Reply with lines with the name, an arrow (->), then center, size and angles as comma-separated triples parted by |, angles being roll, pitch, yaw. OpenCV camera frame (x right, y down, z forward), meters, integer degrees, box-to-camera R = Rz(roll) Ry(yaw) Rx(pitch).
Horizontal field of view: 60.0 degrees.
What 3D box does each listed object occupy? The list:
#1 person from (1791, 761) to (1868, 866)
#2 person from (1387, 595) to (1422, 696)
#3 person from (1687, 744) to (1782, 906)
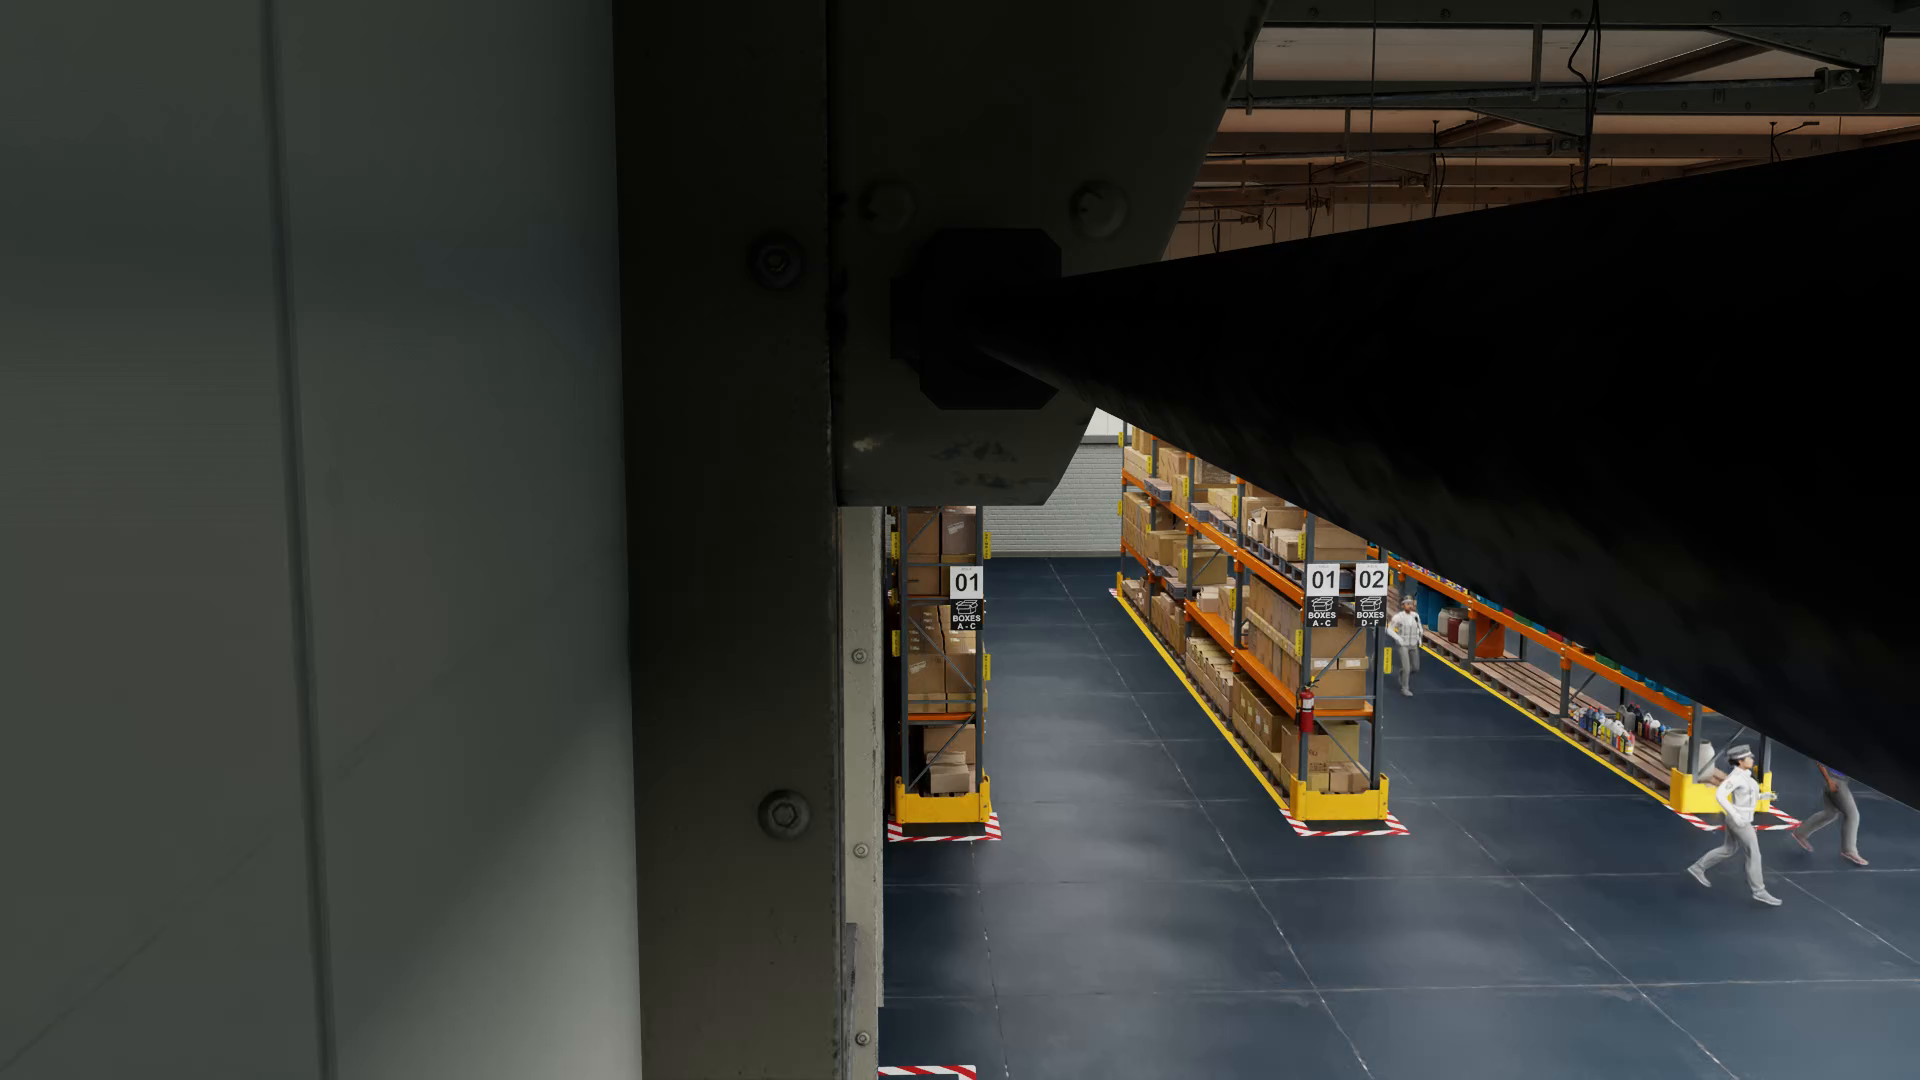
person -> 10.053, 2.833, 19.109 | 0.827, 1.661, 0.575 | 6, 10, 36
person -> 7.280, 1.705, 27.168 | 0.614, 1.647, 0.567 | -2, 8, -11
person -> 8.300, 2.993, 17.731 | 0.936, 1.686, 0.610 | 4, 9, 25
